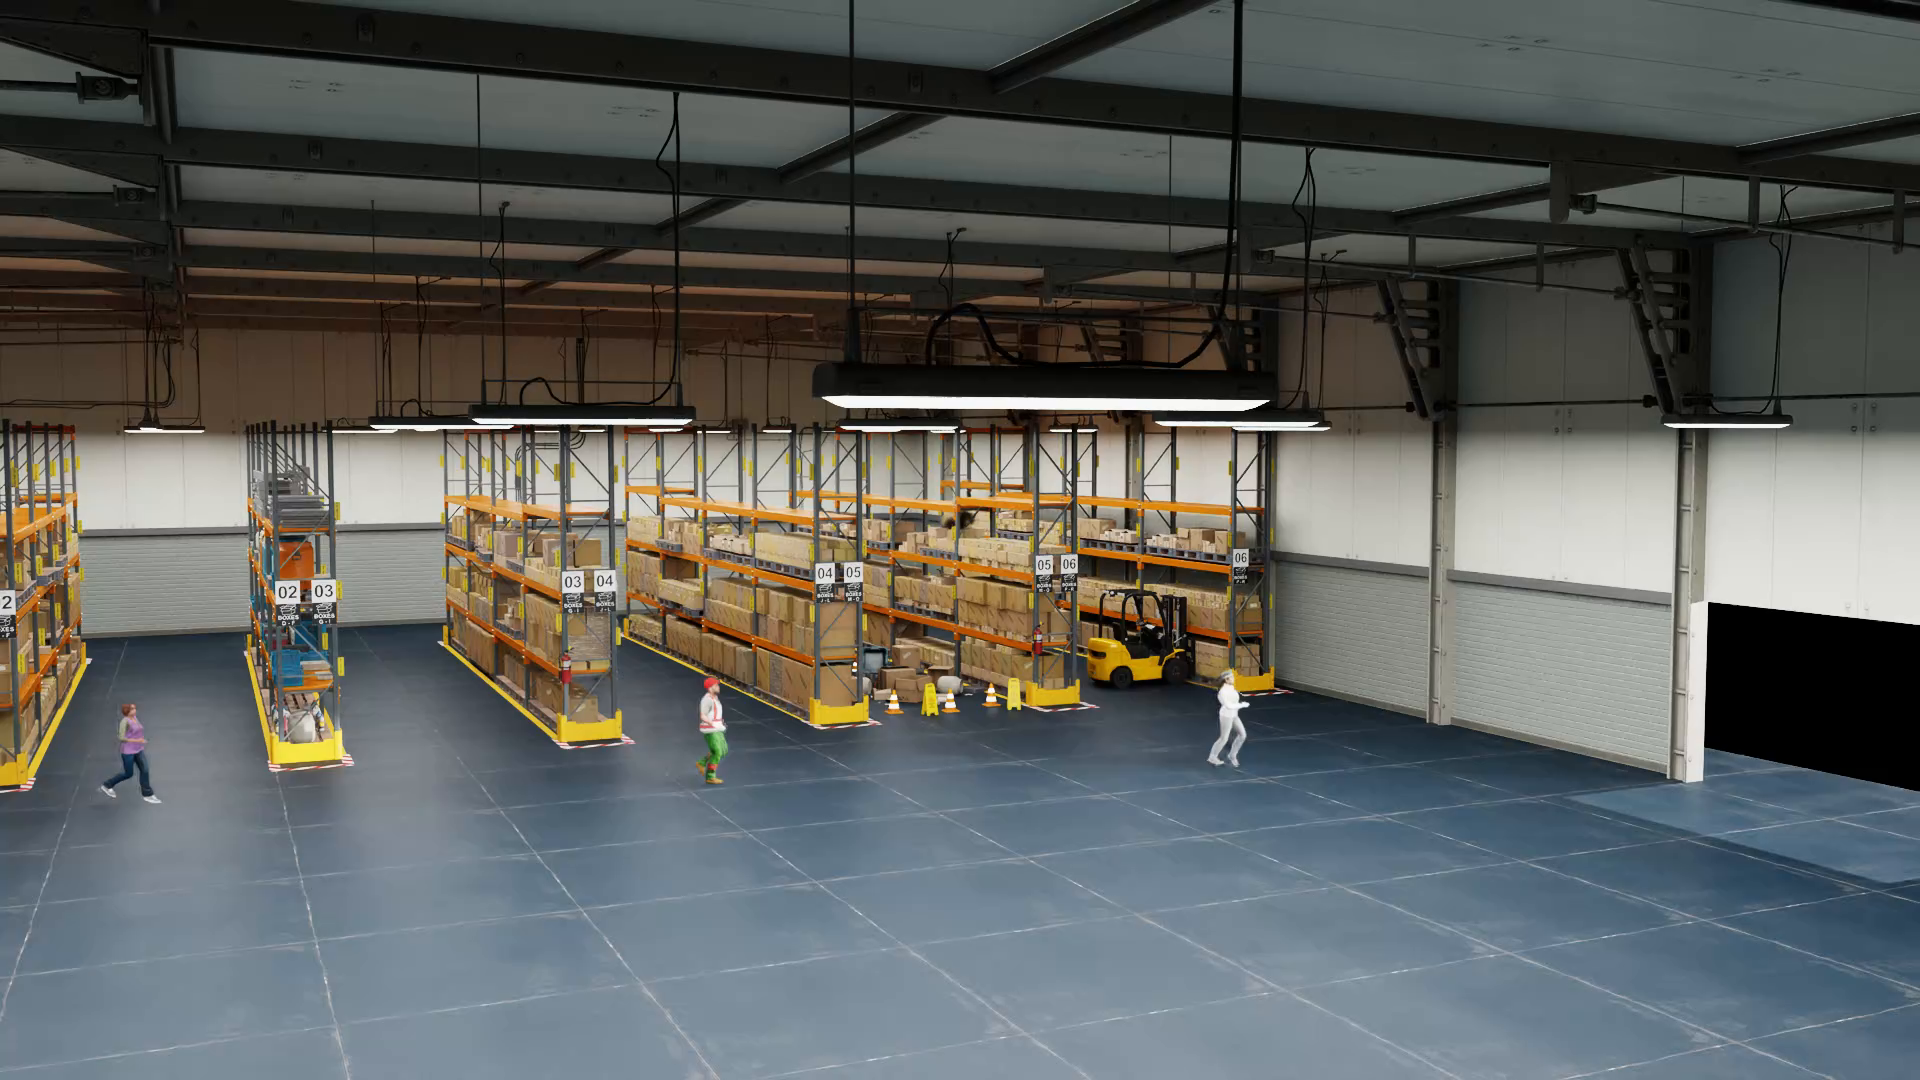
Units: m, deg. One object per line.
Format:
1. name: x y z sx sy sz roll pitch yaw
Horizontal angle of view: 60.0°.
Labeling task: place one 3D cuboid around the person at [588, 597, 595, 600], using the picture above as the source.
1. person: -10.621 1.920 47.403 0.810 1.701 0.590 0 4 6

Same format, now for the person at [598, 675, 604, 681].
1. person: -8.519 2.367 39.308 0.676 1.835 0.903 -2 4 -32

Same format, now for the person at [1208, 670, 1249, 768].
1. person: 4.649 3.088 28.706 0.703 1.720 0.579 2 4 26

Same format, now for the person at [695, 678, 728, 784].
1. person: -4.111 3.136 27.374 0.594 1.746 0.663 1 4 8

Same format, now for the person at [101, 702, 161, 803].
1. person: -12.898 3.309 25.861 0.900 1.591 0.554 0 4 4
